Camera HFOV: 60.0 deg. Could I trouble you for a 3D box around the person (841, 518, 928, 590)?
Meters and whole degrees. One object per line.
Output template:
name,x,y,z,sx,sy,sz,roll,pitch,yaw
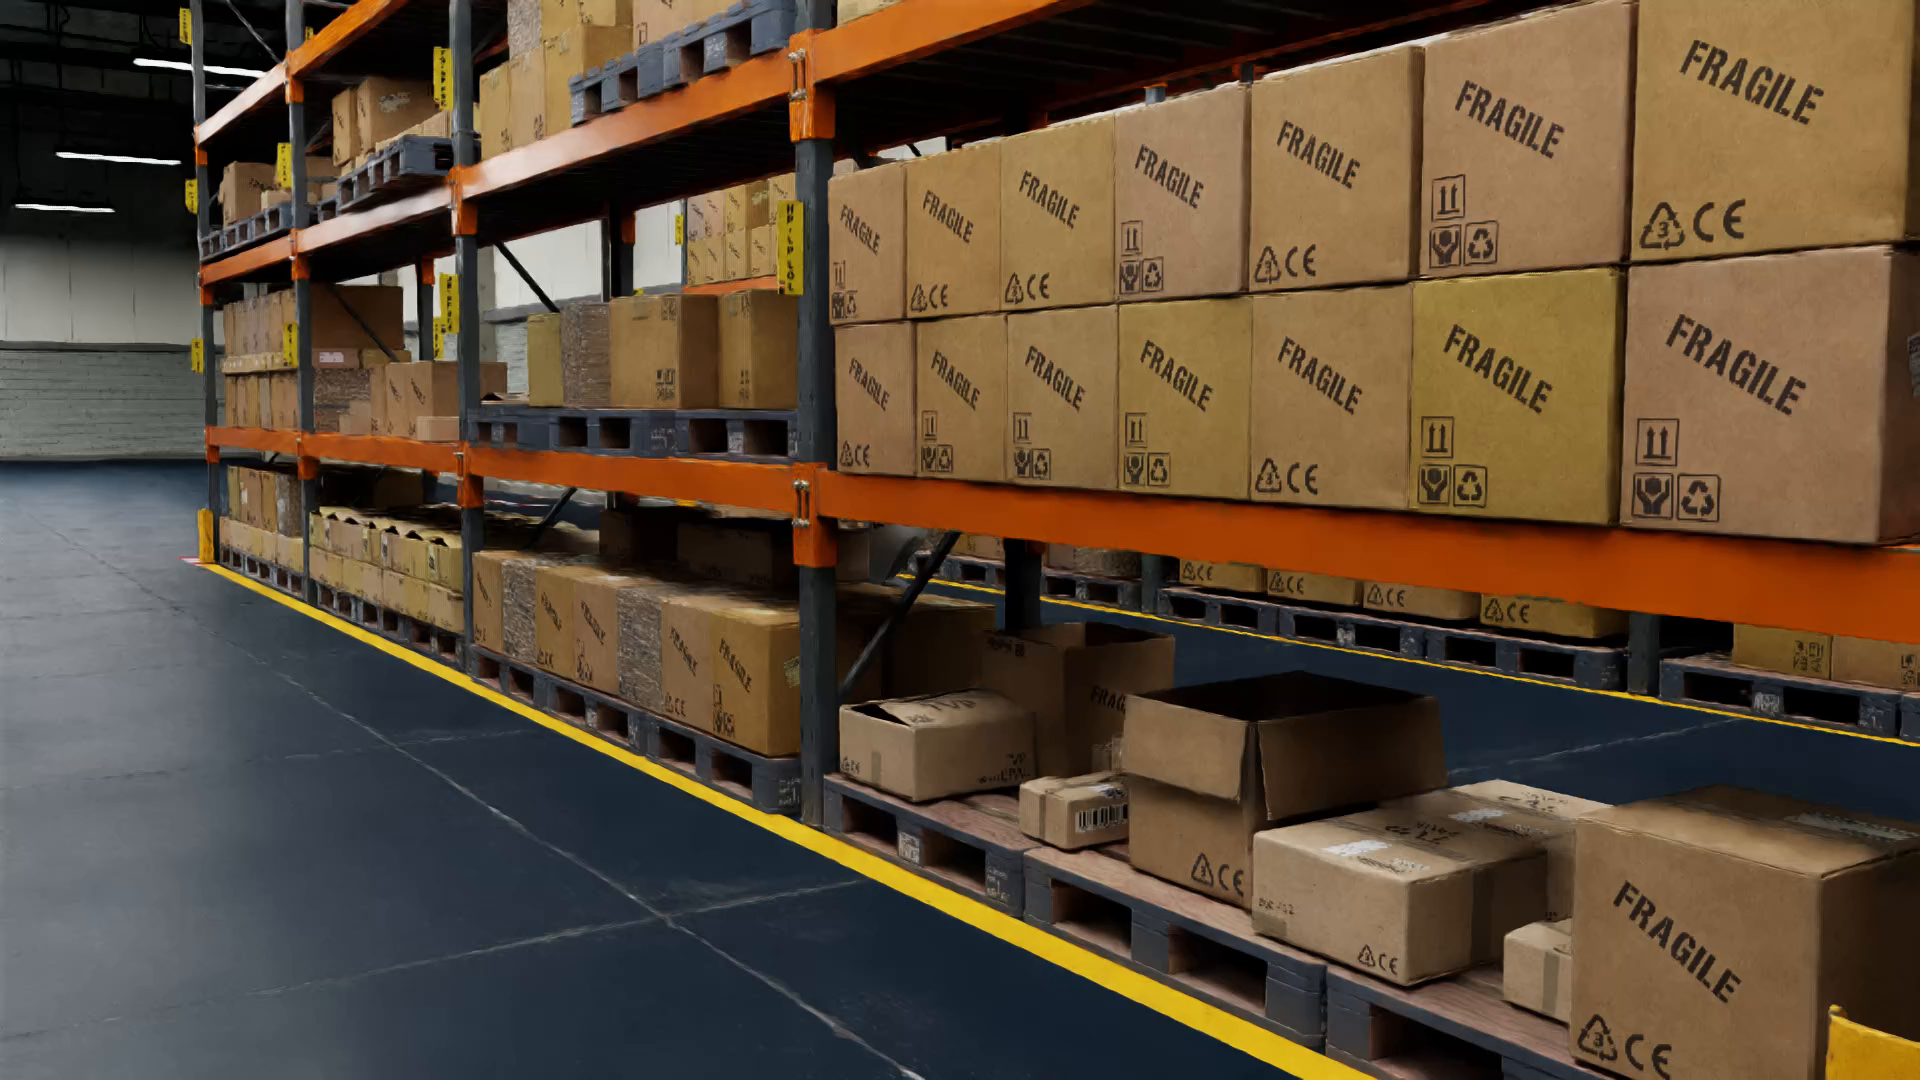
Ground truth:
person,-0.397,-0.078,9.465,0.467,1.657,0.675,4,6,38
